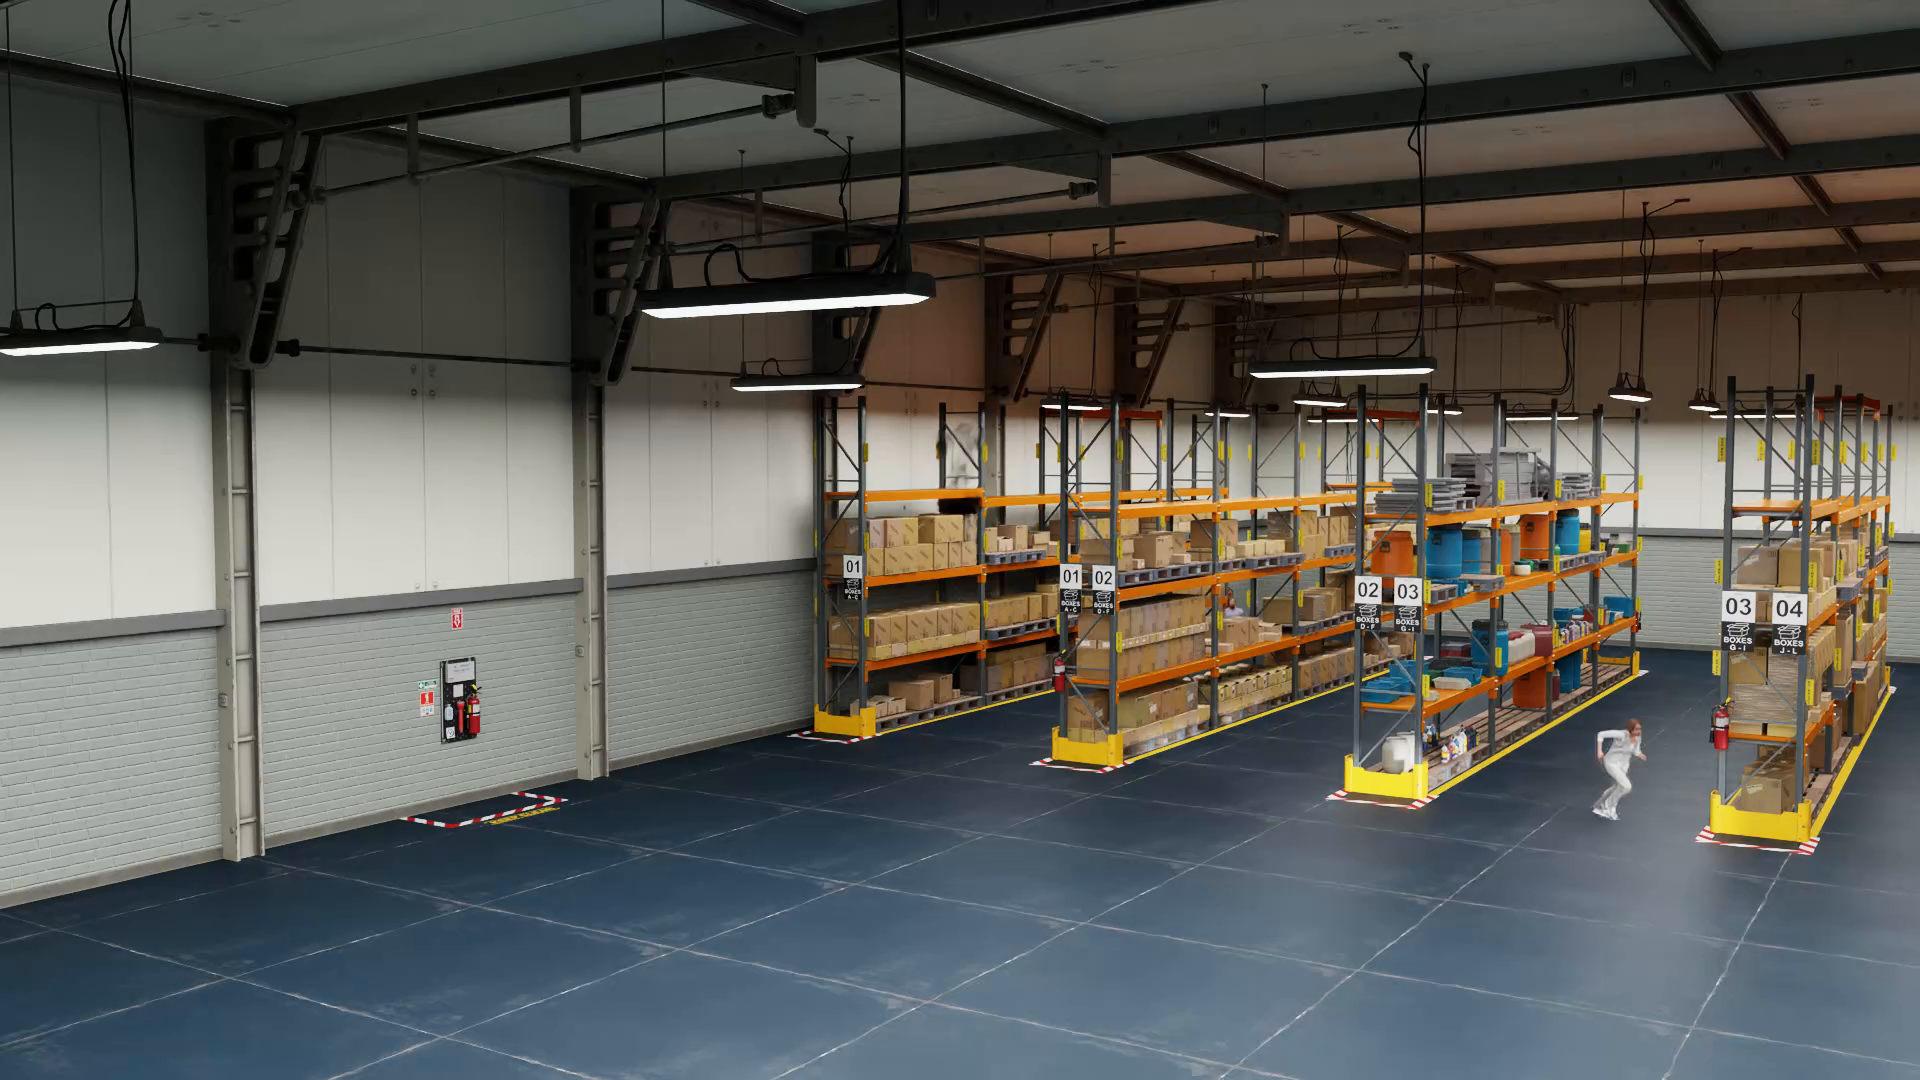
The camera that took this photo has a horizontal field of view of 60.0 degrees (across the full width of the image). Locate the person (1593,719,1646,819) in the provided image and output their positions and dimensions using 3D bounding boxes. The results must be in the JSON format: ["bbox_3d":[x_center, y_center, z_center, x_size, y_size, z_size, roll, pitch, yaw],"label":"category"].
[{"bbox_3d":[8.878,3.091,22.461,0.569,1.435,0.864,-1,3,-23],"label":"person"}]

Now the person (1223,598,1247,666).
[{"bbox_3d":[6.393,2.164,38.990,0.600,1.594,0.530,1,3,24],"label":"person"}]
